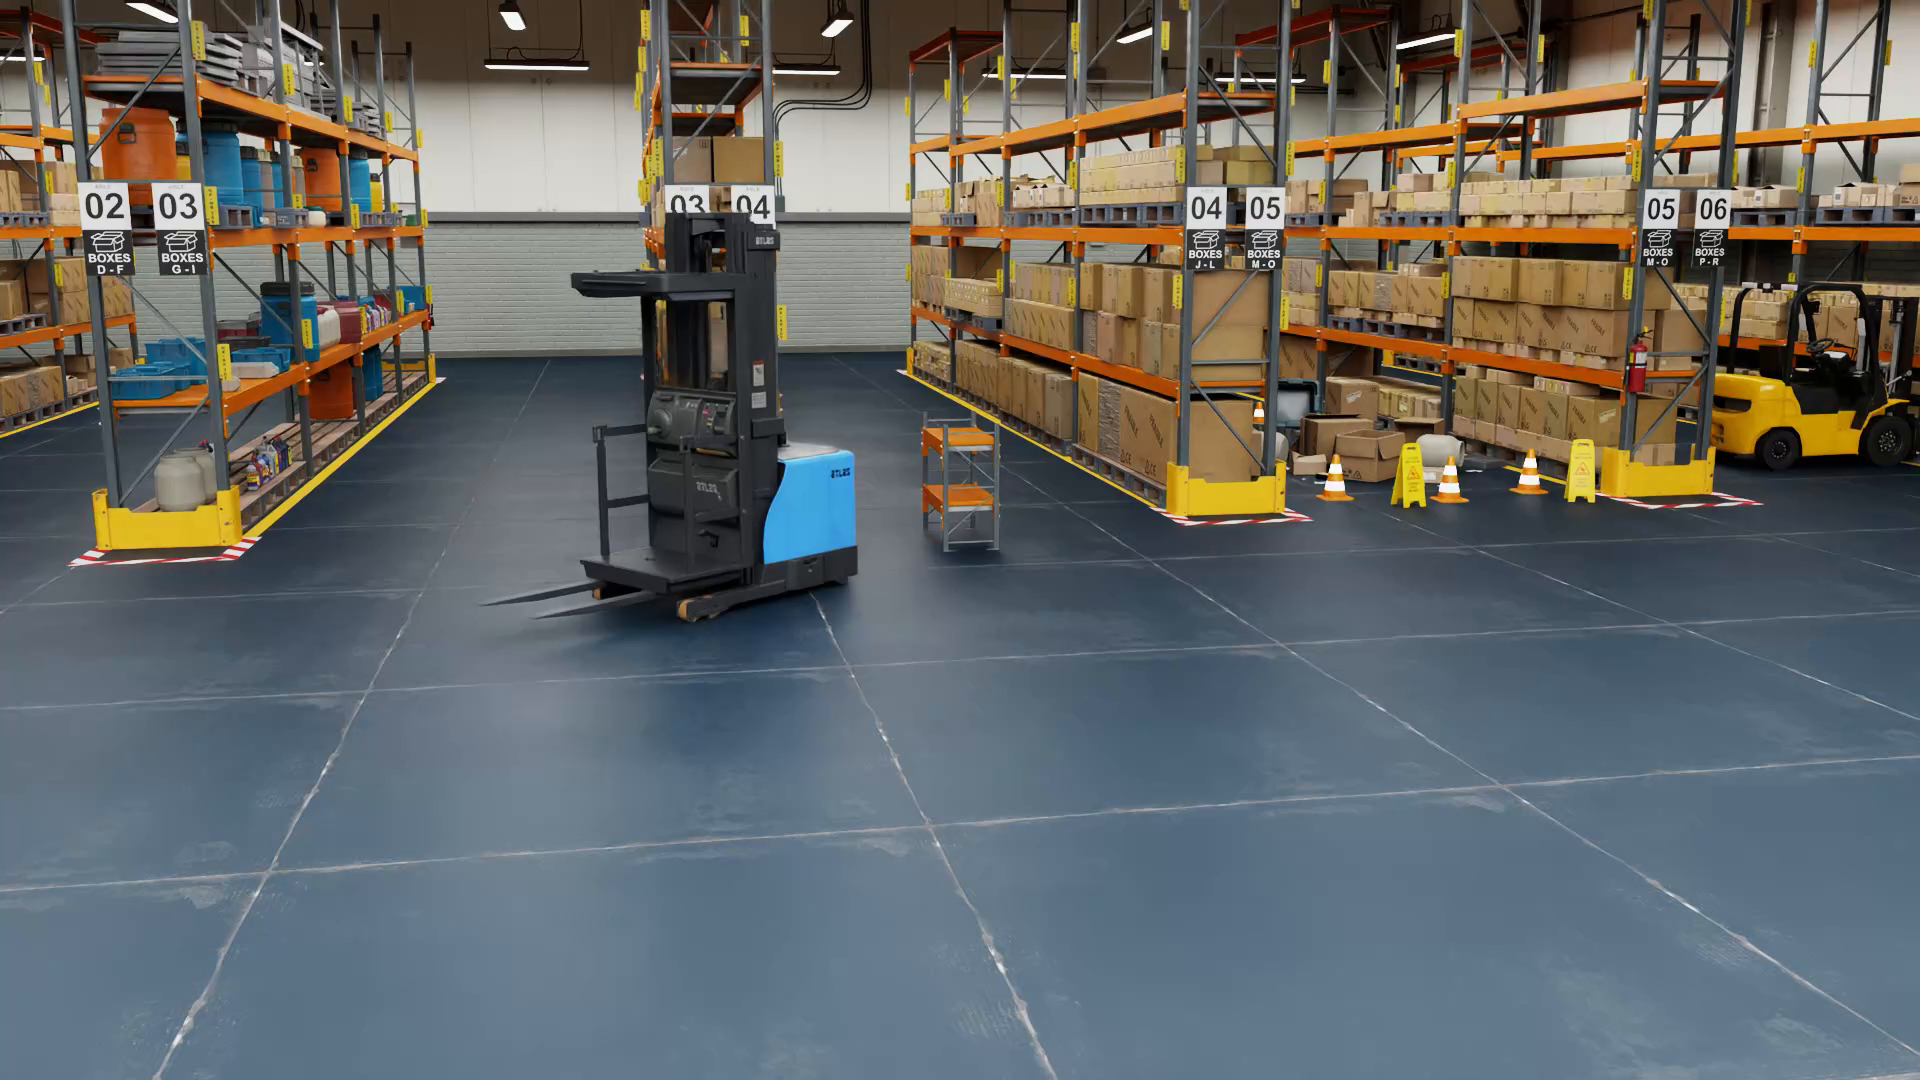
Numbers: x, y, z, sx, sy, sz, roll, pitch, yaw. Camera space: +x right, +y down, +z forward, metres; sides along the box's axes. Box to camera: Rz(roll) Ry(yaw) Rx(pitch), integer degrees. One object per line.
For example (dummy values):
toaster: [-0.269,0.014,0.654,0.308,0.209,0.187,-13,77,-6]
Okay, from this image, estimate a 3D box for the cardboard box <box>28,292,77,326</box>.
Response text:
cardboard box: [-14.101,-3.596,25.854,0.500,0.500,0.500,-2,11,-10]

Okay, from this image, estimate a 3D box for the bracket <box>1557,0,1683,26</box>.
bracket: [11.024,-8.656,27.033,0.076,0.066,4.783,-2,11,-11]

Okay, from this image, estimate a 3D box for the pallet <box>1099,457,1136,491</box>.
pallet: [2.202,-0.761,18.685,1.003,0.211,1.213,-2,11,-11]

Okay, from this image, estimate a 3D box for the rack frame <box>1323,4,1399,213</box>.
rack frame: [5.948,-6.377,24.687,1.000,3.000,0.127,-2,11,-11]

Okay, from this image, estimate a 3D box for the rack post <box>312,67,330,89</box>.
rack post: [-8.879,-6.229,22.531,0.624,0.289,0.986,-2,11,-11]

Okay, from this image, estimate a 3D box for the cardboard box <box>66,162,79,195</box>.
cardboard box: [-14.462,-5.734,26.387,0.700,0.500,0.500,-2,11,-11]

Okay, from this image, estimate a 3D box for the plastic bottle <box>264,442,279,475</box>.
plastic bottle: [-7.345,-0.868,17.699,0.144,0.351,0.185,-2,11,-11]

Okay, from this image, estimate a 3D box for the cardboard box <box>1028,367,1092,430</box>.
cardboard box: [1.497,-1.886,22.033,1.050,0.750,0.750,-2,11,-11]

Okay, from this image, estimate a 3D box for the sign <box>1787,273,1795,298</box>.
sign: [11.064,-3.386,22.132,0.100,0.325,0.005,-2,11,-11]

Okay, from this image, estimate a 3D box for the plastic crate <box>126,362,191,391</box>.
plastic crate: [-7.587,-1.549,15.765,0.499,0.251,0.408,-2,11,-11]

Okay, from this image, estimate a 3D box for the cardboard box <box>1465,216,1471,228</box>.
cardboard box: [6.544,-3.980,20.786,0.380,0.149,0.250,-2,11,-12]

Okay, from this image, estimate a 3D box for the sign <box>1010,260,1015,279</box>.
sign: [0.878,-4.555,28.060,0.100,0.325,0.005,-2,11,-11]

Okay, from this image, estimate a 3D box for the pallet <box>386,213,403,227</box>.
pallet: [-9.161,-4.864,25.263,1.213,0.211,1.003,-2,11,-11]

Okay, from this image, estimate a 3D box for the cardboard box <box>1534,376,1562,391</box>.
cardboard box: [6.860,-1.802,19.186,0.380,0.149,0.250,-2,11,-9]

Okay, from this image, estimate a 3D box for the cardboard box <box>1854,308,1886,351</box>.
cardboard box: [11.641,-2.648,20.872,0.500,0.500,0.500,-2,11,-12]

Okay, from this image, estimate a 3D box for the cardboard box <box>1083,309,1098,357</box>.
cardboard box: [1.973,-2.504,19.983,0.875,0.550,0.550,-2,11,-11]

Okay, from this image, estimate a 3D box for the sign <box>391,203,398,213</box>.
sign: [-8.869,-5.121,26.085,0.100,0.325,0.005,-2,11,-11]

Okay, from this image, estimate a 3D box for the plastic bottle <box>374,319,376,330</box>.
plastic bottle: [-8.726,-3.218,24.665,0.097,0.201,0.097,0,11,0]

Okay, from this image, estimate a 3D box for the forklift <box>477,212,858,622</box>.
forklift: [-2.164,-0.946,12.382,1.130,2.935,3.031,9,14,39]

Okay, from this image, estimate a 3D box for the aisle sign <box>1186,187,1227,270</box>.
aisle sign: [2.387,-3.017,16.127,0.394,0.787,0.004,-2,11,-11]

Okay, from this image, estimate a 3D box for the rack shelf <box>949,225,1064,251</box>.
rack shelf: [0.723,-4.718,25.919,1.077,0.370,4.000,-2,11,-11]

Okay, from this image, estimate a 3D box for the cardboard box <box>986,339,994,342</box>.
cardboard box: [0.727,-3.184,27.514,0.500,0.250,0.500,-2,11,-13]

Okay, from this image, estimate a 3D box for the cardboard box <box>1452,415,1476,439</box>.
cardboard box: [6.576,-1.434,20.991,0.500,0.250,0.500,-3,11,-14]

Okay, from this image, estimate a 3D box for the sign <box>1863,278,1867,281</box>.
sign: [12.138,-3.362,22.365,0.100,0.325,0.005,-2,11,-11]

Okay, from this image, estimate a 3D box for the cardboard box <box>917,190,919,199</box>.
cardboard box: [-0.591,-6.372,30.683,0.380,0.149,0.250,-2,11,-11]

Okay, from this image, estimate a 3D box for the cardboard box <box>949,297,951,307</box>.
cardboard box: [0.019,-3.908,27.310,0.380,0.149,0.250,-2,11,-10]

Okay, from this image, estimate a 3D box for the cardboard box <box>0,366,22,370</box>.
cardboard box: [-14.414,-2.334,25.000,0.500,0.500,0.500,-3,11,-14]

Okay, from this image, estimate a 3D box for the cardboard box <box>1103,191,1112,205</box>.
cardboard box: [1.827,-3.838,18.649,0.380,0.149,0.250,-2,11,-12]

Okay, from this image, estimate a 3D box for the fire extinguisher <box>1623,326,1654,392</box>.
fire extinguisher: [7.074,-1.887,17.348,0.296,0.674,0.183,-2,11,-11]

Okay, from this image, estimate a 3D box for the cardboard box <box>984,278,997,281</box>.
cardboard box: [0.604,-4.274,27.638,0.380,0.149,0.250,-2,11,-8]

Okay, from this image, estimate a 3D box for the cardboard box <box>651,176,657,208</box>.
cardboard box: [-3.734,-4.557,21.543,0.500,0.500,0.500,-2,11,-13]

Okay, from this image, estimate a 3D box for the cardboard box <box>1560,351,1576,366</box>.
cardboard box: [6.955,-2.036,18.598,0.380,0.149,0.250,-2,11,-10]

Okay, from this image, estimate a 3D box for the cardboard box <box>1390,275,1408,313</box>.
cardboard box: [6.219,-3.360,22.694,0.500,0.500,0.500,-2,11,-9]

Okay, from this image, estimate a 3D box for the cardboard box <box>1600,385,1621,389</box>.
cardboard box: [10.523,-2.659,26.761,0.500,0.500,0.500,-2,11,-9]

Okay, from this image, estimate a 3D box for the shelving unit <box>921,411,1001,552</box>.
shelving unit: [-0.001,-0.554,15.151,0.538,1.125,1.048,-2,11,-11]

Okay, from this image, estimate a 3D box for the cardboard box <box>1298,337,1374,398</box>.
cardboard box: [5.895,-2.722,26.089,0.875,0.875,0.875,-2,11,-12]

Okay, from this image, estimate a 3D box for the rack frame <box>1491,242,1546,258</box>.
rack frame: [10.038,-4.345,30.054,1.000,3.000,0.127,-2,11,-11]

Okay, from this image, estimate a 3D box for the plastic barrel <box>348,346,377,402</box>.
plastic barrel: [-9.182,-2.568,25.210,0.600,0.901,0.708,-2,11,-11]

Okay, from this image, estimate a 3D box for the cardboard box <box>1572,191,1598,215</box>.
cardboard box: [7.056,-3.685,18.174,0.500,0.250,0.500,-2,11,-12]

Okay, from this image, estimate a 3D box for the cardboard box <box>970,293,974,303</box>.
cardboard box: [0.368,-3.723,25.542,0.380,0.149,0.250,-2,11,-11]

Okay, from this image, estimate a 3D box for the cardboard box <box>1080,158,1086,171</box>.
cardboard box: [1.627,-4.416,19.555,0.380,0.149,0.250,-2,11,-10]

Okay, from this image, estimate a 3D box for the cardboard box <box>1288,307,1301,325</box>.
cardboard box: [5.480,-3.533,26.189,0.500,0.250,0.500,-2,11,-10]

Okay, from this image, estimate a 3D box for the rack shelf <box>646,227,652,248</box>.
rack shelf: [-4.162,-4.556,25.068,1.077,0.370,4.000,-2,11,-11]

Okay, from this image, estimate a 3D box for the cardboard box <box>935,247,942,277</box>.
cardboard box: [-0.128,-4.822,28.827,0.500,0.500,0.500,-2,11,-13]

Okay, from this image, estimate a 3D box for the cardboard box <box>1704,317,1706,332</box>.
cardboard box: [10.962,-3.165,24.259,0.500,0.250,0.500,-2,11,-9]

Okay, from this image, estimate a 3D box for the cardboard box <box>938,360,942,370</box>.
cardboard box: [-0.173,-3.061,29.015,0.380,0.149,0.250,-3,11,-13]

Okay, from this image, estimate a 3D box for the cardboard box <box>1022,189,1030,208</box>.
cardboard box: [1.134,-4.654,22.667,0.500,0.250,0.500,-2,11,-9]

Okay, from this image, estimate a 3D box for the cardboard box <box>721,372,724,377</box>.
cardboard box: [-2.288,-1.769,17.193,0.380,0.149,0.250,-2,11,-11]

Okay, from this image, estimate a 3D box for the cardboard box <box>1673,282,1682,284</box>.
cardboard box: [11.078,-3.927,25.855,0.380,0.149,0.250,-2,11,-9]

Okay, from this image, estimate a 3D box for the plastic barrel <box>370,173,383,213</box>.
plastic barrel: [-9.033,-5.235,25.085,0.600,0.588,0.600,0,11,0]

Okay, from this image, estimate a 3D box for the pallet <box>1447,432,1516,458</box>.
pallet: [6.891,-1.204,21.014,1.003,0.211,1.213,-2,11,-11]

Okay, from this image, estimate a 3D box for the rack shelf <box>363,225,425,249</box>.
rack shelf: [-9.798,-5.110,27.977,1.077,0.370,4.000,-2,11,-11]

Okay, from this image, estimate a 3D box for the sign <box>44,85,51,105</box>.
sign: [-15.579,-7.602,28.415,0.100,0.325,0.005,-2,11,-11]

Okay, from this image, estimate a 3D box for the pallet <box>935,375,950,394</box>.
pallet: [0.169,-2.717,28.960,1.003,0.211,1.213,-2,11,-11]

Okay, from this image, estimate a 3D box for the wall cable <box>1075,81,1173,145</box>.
wall cable: [3.747,-8.904,37.964,2.355,3.000,0.029,-2,11,-11]
